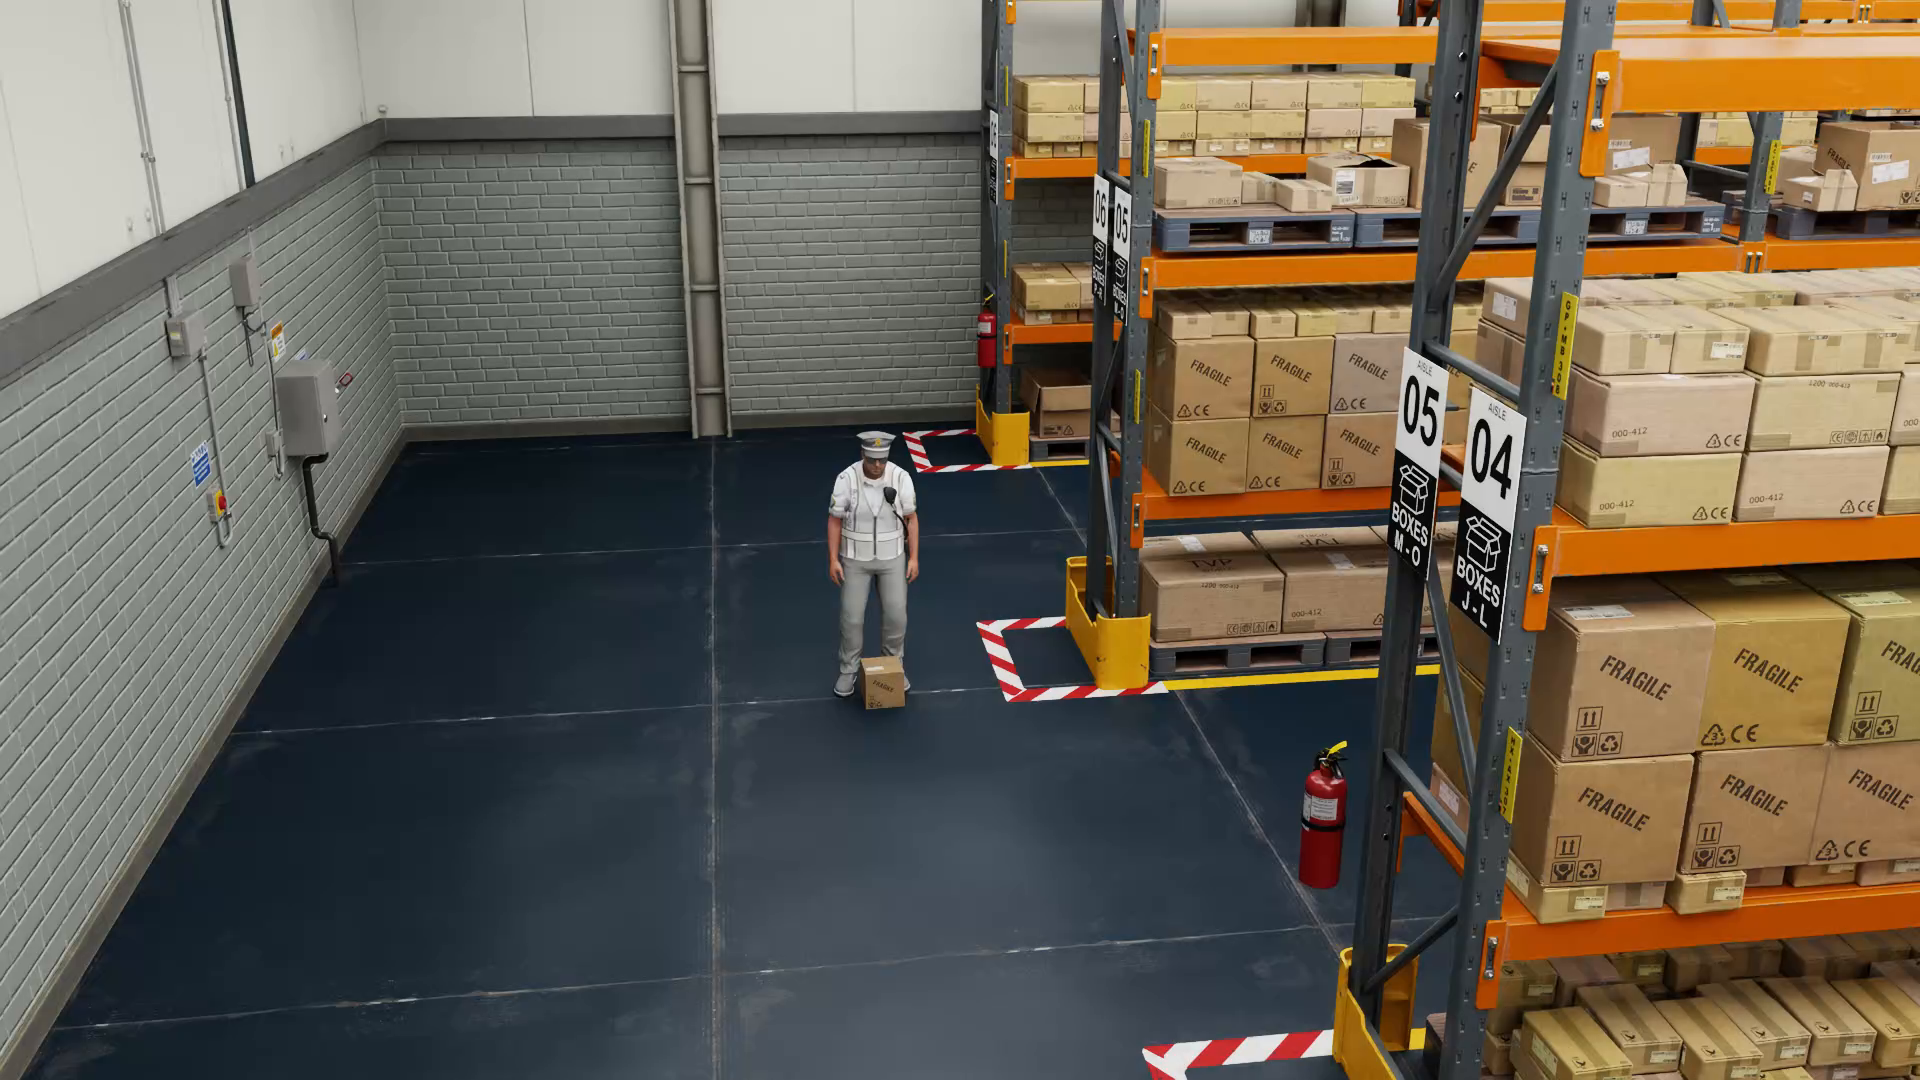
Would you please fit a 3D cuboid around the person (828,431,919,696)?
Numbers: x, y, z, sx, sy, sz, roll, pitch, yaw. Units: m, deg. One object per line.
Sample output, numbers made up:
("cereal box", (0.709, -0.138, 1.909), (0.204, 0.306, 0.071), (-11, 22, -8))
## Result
("person", (-0.557, 0.122, 10.722), (0.587, 1.748, 0.436), (-3, 20, -7))
